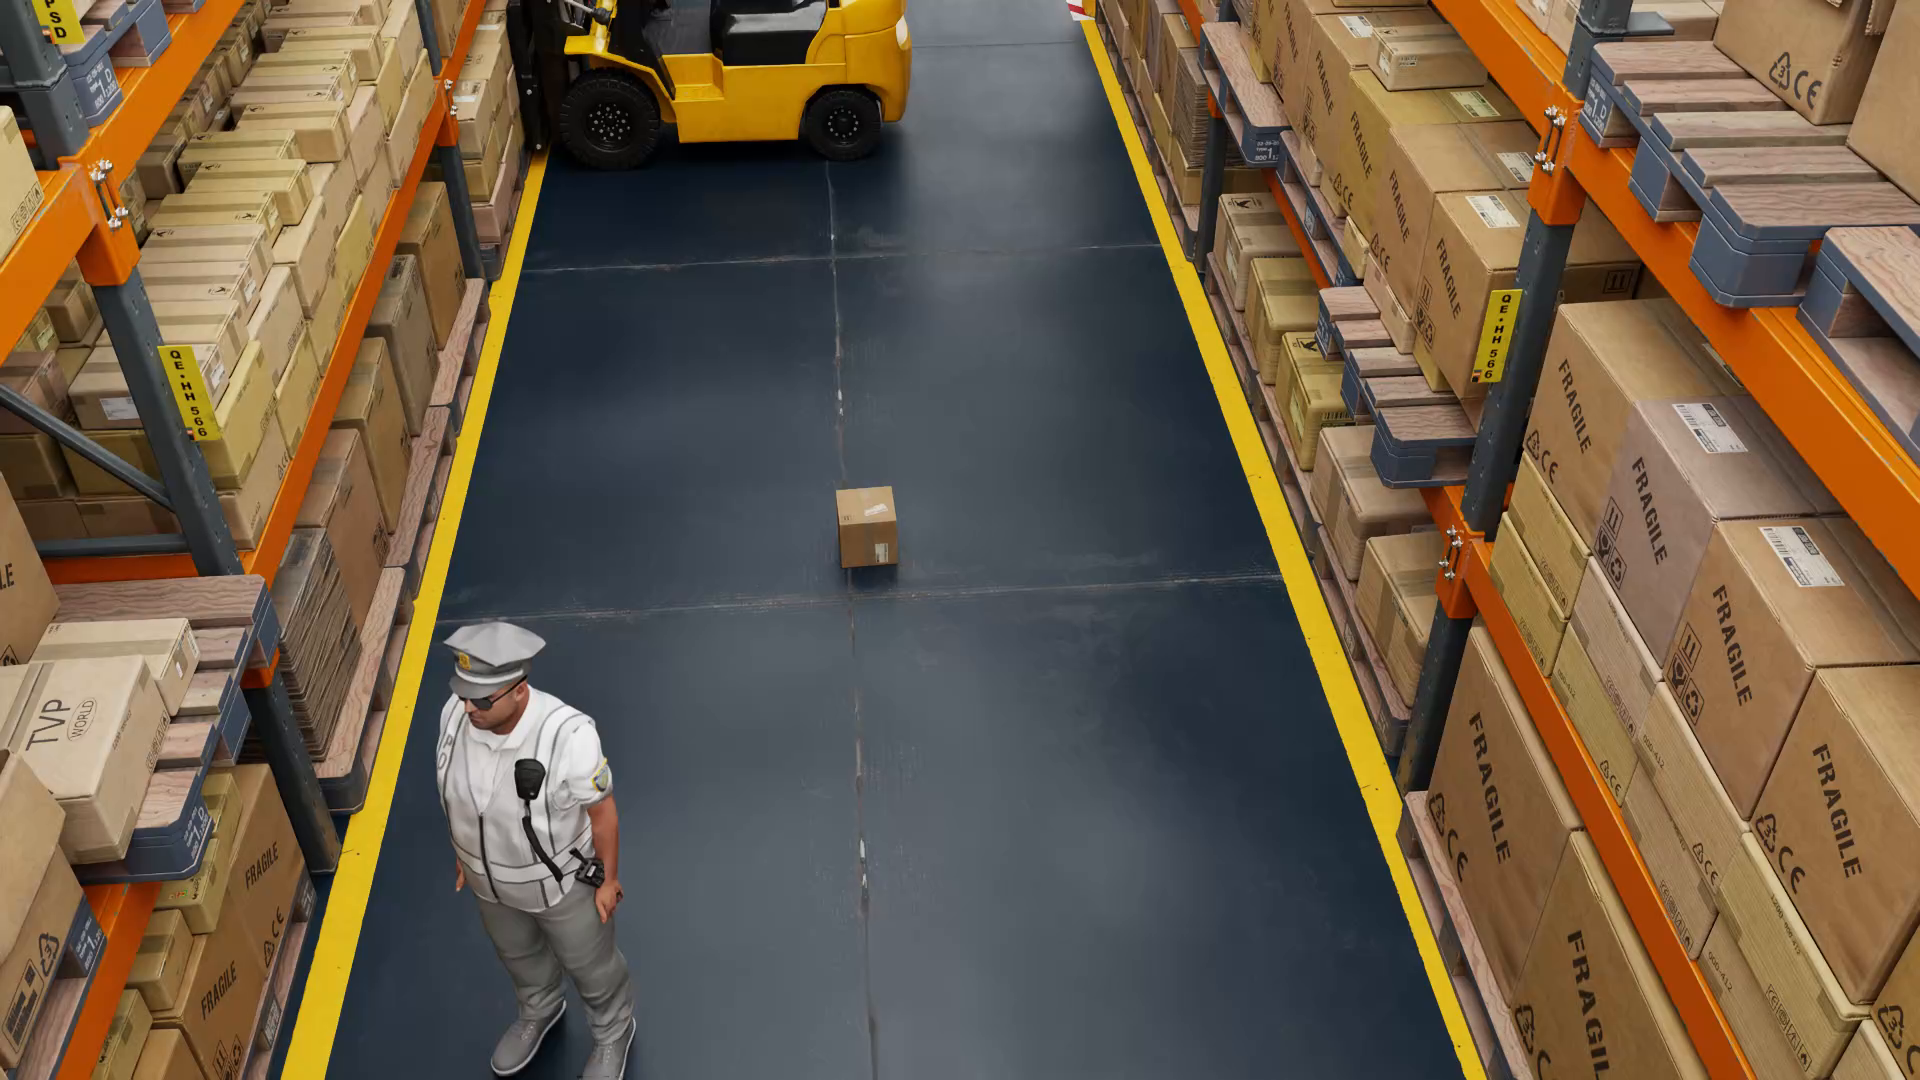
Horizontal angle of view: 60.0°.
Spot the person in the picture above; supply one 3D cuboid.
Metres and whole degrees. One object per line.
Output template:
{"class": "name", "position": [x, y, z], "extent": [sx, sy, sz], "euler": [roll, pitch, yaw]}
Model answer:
{"class": "person", "position": [-1.269, 0.966, 4.931], "extent": [0.540, 1.782, 0.412], "euler": [13, 41, 16]}
